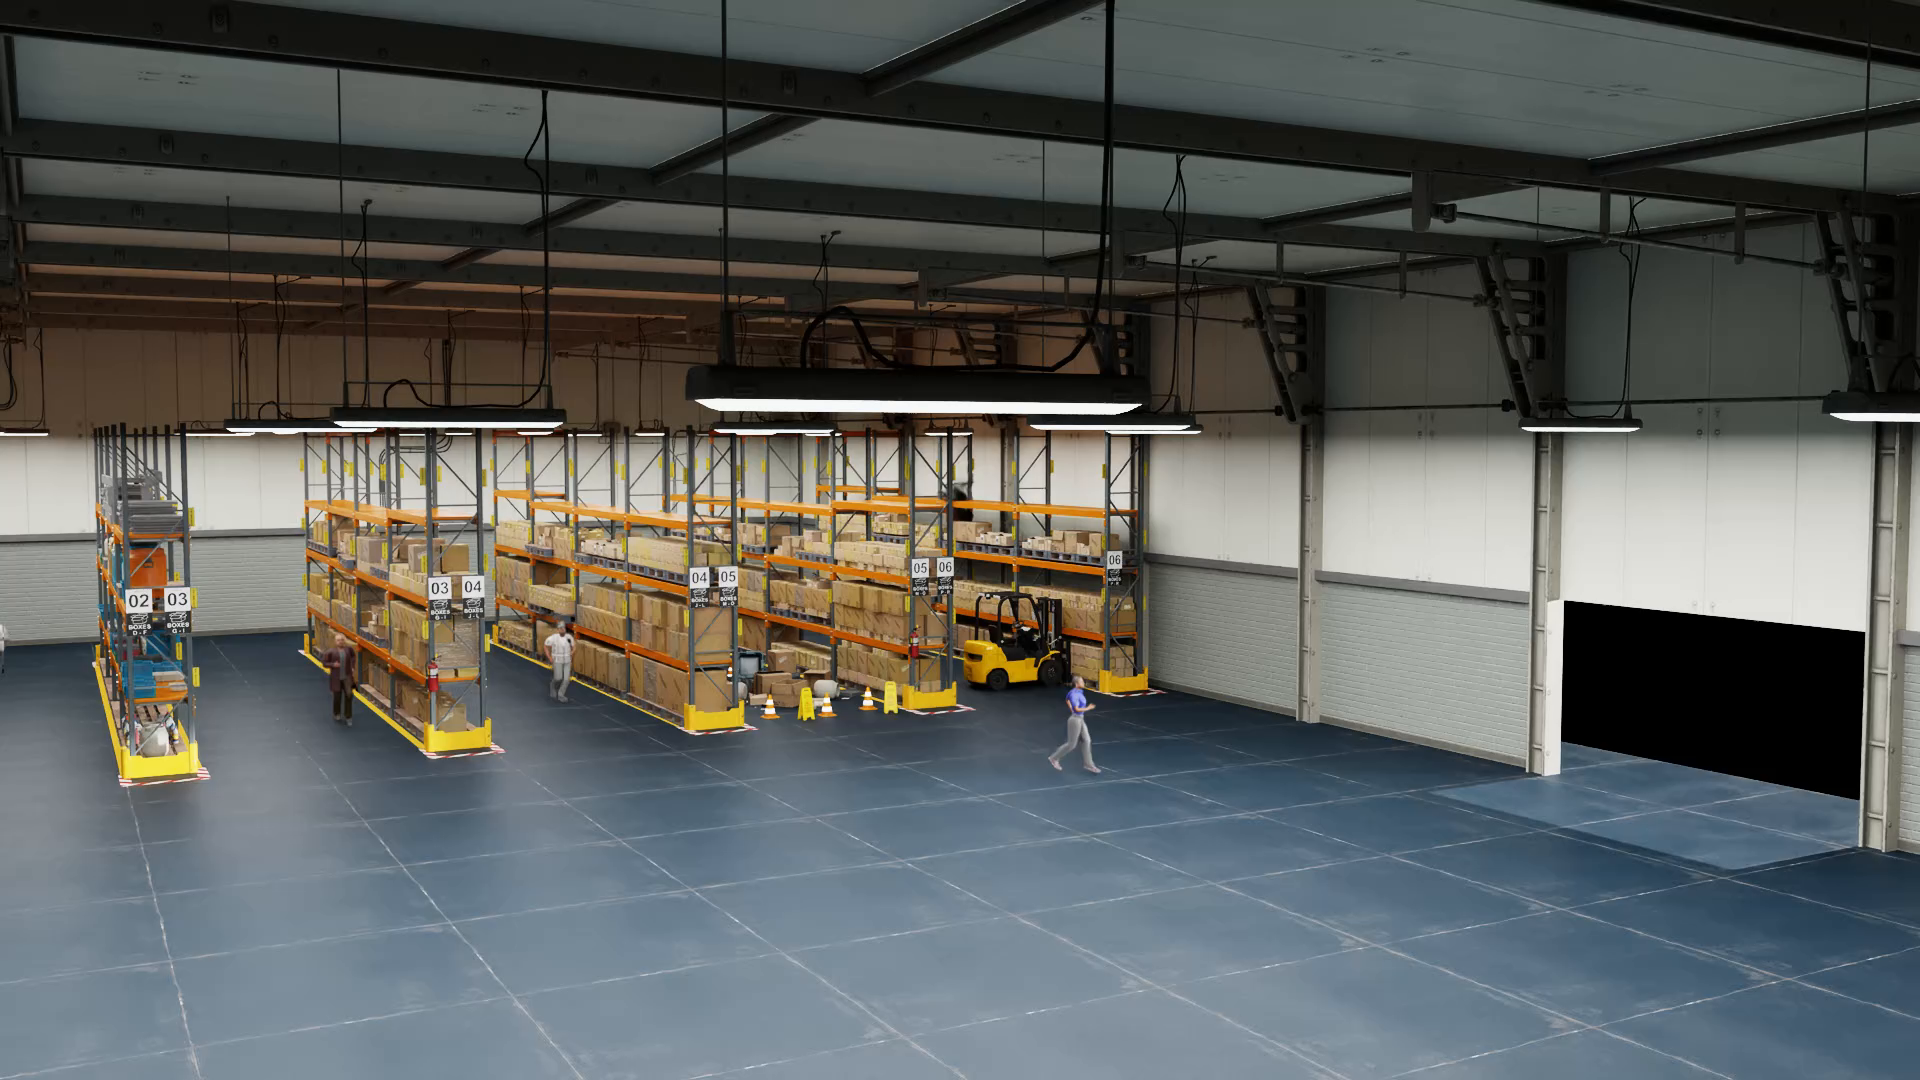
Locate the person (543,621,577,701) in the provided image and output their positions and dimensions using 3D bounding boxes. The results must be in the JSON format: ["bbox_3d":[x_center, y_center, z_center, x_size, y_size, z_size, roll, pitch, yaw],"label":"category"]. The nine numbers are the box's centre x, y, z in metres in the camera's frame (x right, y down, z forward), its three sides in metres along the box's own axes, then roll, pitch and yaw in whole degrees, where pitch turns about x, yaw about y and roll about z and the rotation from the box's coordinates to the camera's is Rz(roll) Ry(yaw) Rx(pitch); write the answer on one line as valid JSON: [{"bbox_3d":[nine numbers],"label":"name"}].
[{"bbox_3d":[-8.678,2.648,36.272,0.710,1.757,0.563,-2,4,-31],"label":"person"}]

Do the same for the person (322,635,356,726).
[{"bbox_3d":[-12.446,2.818,33.403,0.687,1.851,0.867,-2,4,-30],"label":"person"}]

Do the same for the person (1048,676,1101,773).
[{"bbox_3d":[1.969,3.148,28.469,0.900,1.662,0.604,1,4,13],"label":"person"}]

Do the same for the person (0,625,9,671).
[{"bbox_3d":[-21.936,2.542,37.734,0.634,1.820,0.835,-3,5,-42],"label":"person"}]
